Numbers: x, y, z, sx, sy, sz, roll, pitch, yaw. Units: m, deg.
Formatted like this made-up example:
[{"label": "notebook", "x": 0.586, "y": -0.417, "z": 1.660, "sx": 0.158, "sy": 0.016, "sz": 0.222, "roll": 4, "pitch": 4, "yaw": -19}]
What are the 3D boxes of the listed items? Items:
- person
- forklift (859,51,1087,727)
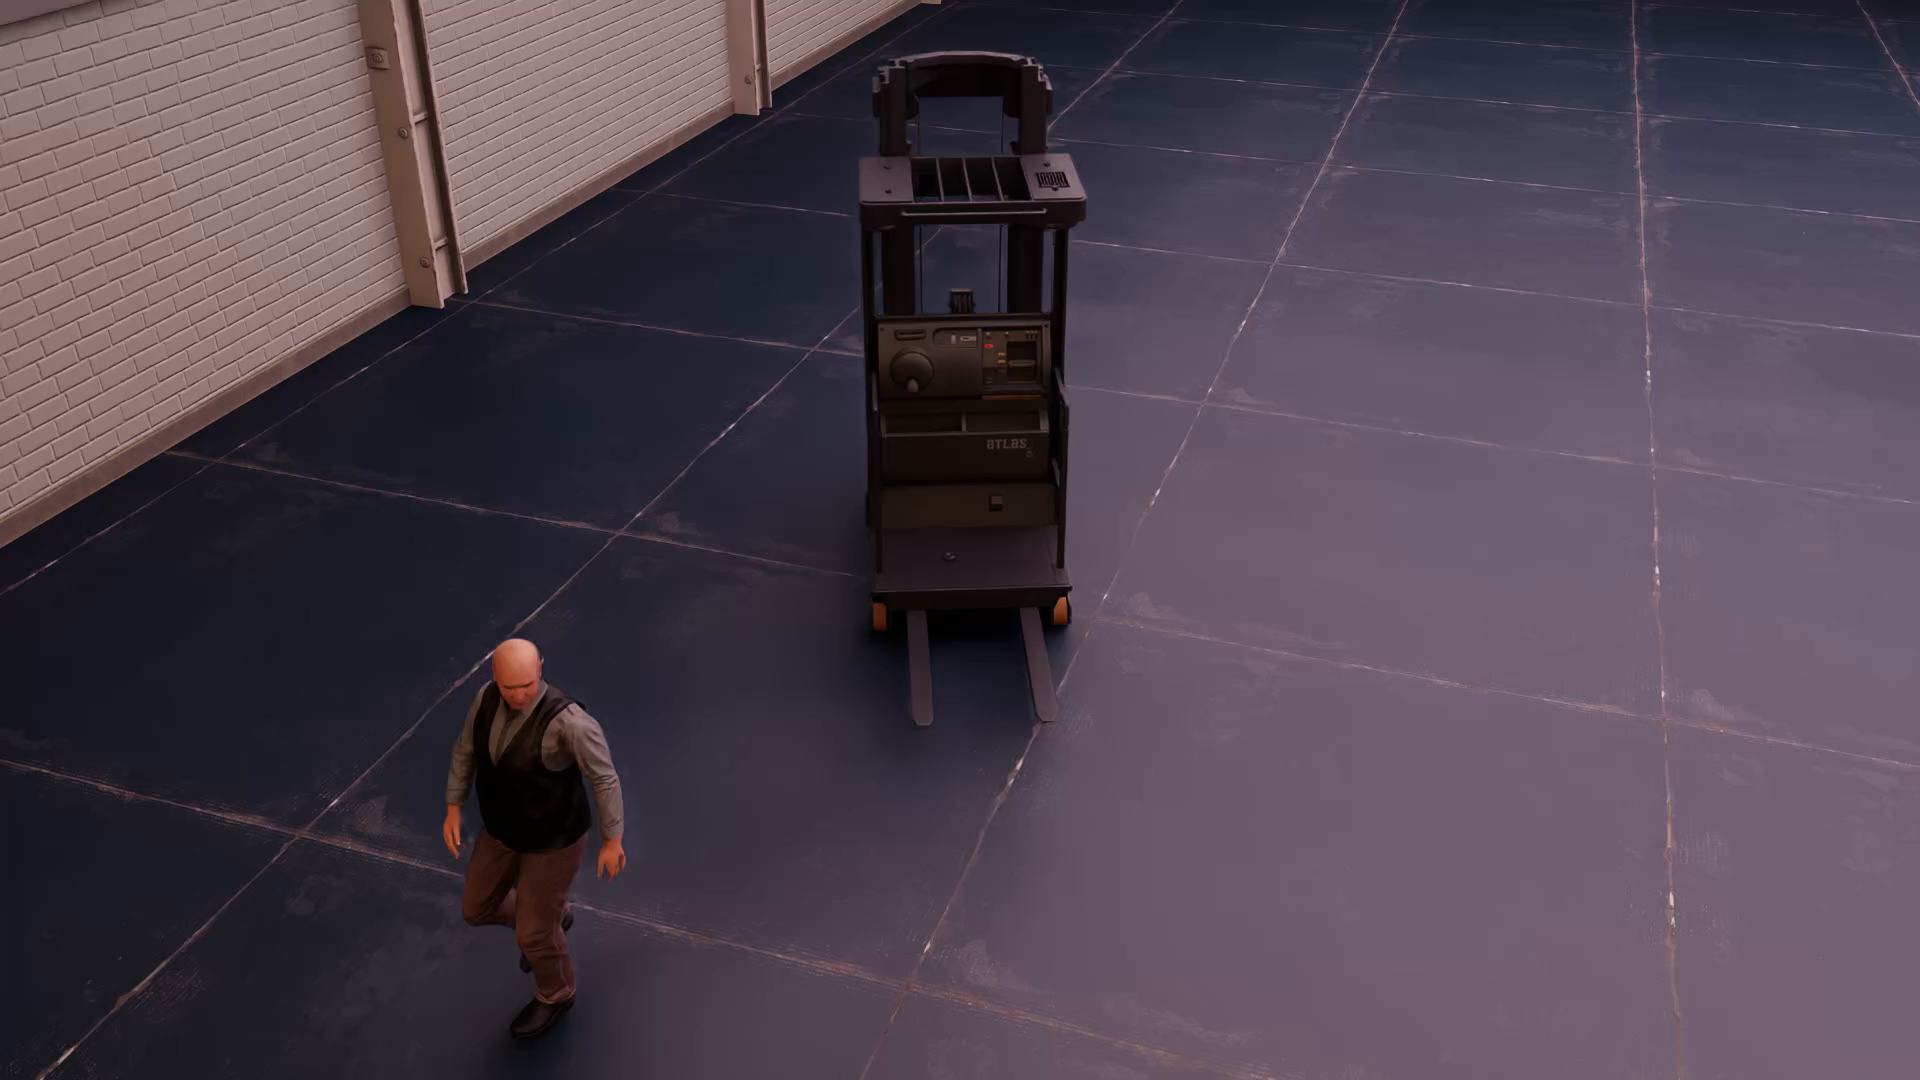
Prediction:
[{"label": "person", "x": -1.616, "y": 1.135, "z": 6.291, "sx": 0.733, "sy": 1.703, "sz": 0.505, "roll": 22, "pitch": 36, "yaw": 33}, {"label": "forklift", "x": 0.039, "y": -0.935, "z": 8.777, "sx": 1.130, "sy": 2.935, "sz": 3.031, "roll": -2, "pitch": 30, "yaw": -3}]
